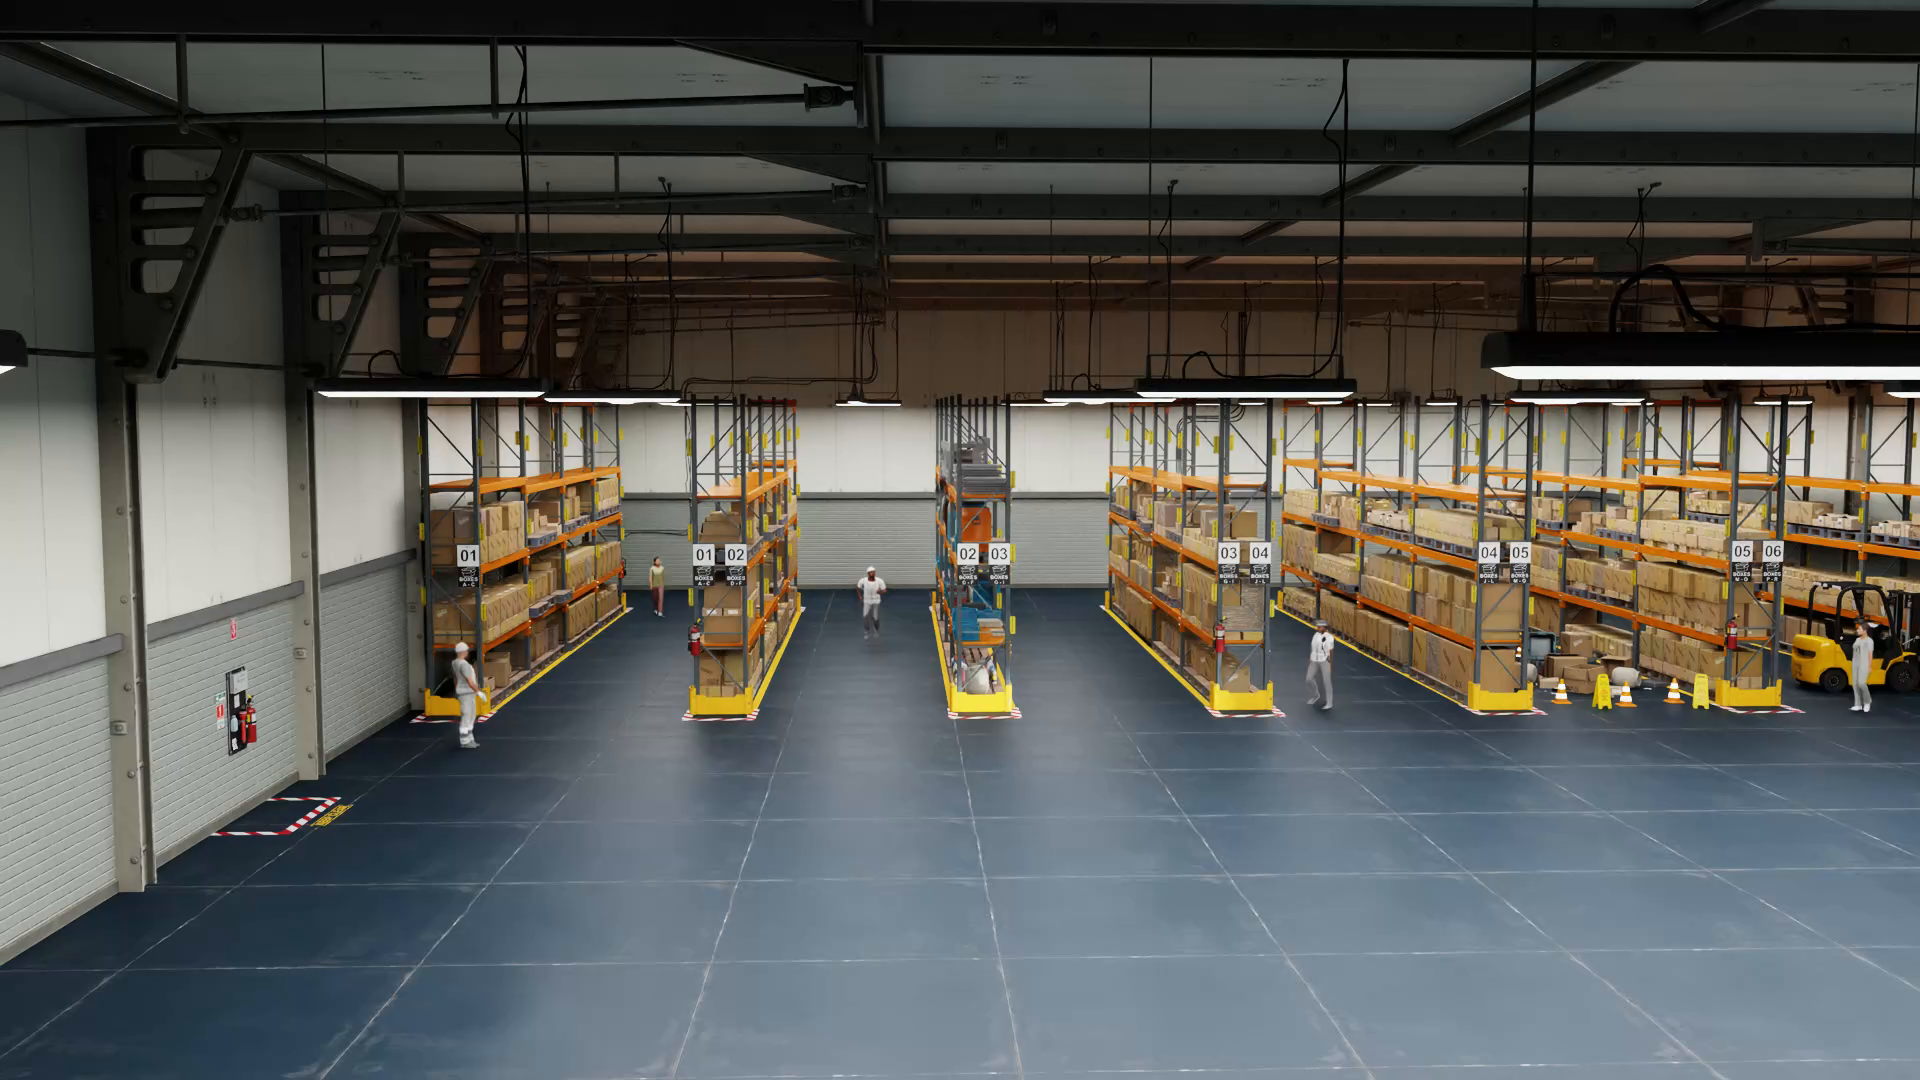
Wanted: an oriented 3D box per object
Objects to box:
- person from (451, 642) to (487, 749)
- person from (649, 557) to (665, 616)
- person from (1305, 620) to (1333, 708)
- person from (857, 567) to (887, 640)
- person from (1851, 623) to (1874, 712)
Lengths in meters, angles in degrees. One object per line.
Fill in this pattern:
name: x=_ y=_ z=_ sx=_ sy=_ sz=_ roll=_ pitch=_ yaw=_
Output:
person: x=-8.290 y=2.630 z=28.137 sx=0.619 sy=1.820 sz=0.596 roll=-1 pitch=5 yaw=-7
person: x=-8.392 y=1.282 z=46.061 sx=0.434 sy=1.627 sz=0.977 roll=-1 pitch=5 yaw=-8
person: x=6.927 y=2.366 z=31.946 sx=0.561 sy=1.690 sz=0.412 roll=4 pitch=6 yaw=40
person: x=-2.127 y=1.505 z=39.916 sx=0.736 sy=1.751 sz=0.847 roll=0 pitch=5 yaw=2
person: x=17.022 y=2.407 z=31.416 sx=0.428 sy=1.681 sz=0.439 roll=-2 pitch=5 yaw=-28
